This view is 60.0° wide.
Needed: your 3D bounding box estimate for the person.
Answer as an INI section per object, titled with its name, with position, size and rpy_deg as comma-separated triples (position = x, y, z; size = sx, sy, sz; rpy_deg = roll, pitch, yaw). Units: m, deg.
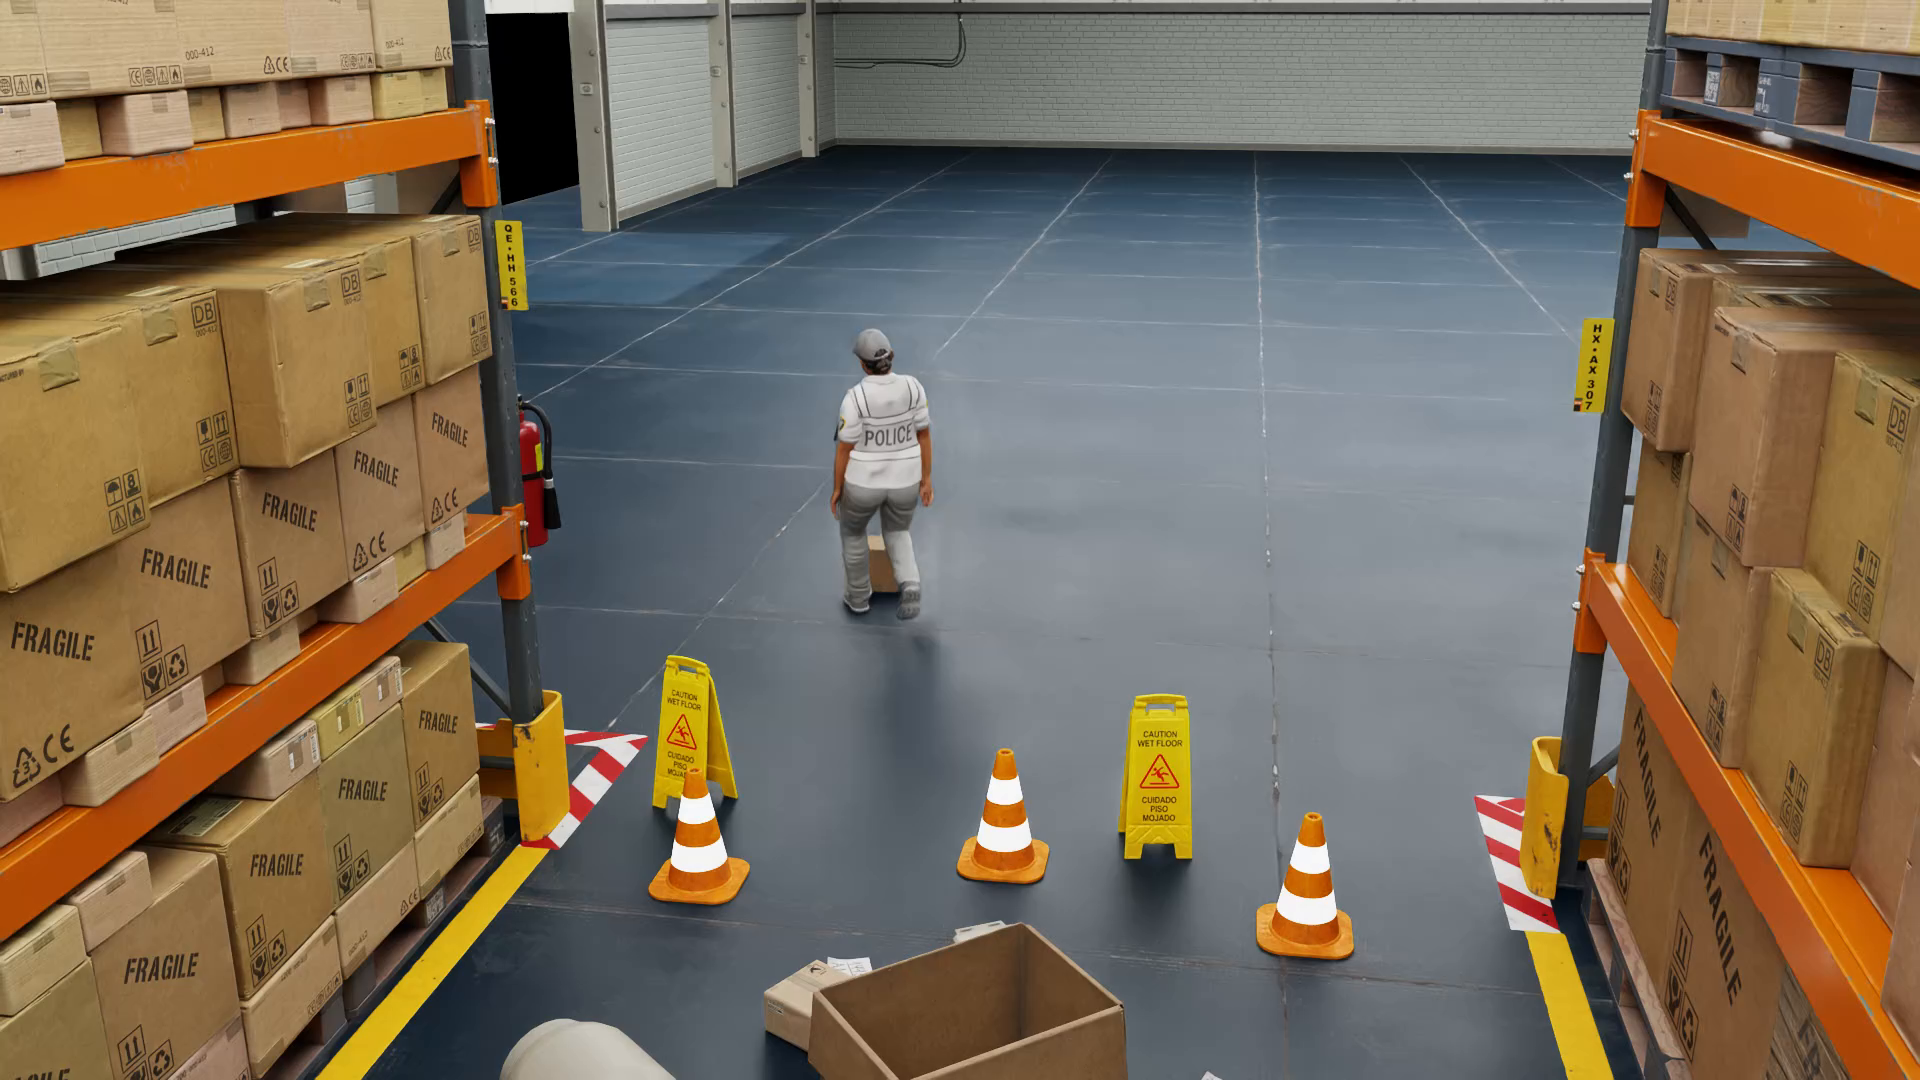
[person]
position = -0.442, -0.344, 8.665
size = 0.525, 1.595, 0.757
rpy_deg = -7, 19, -21
